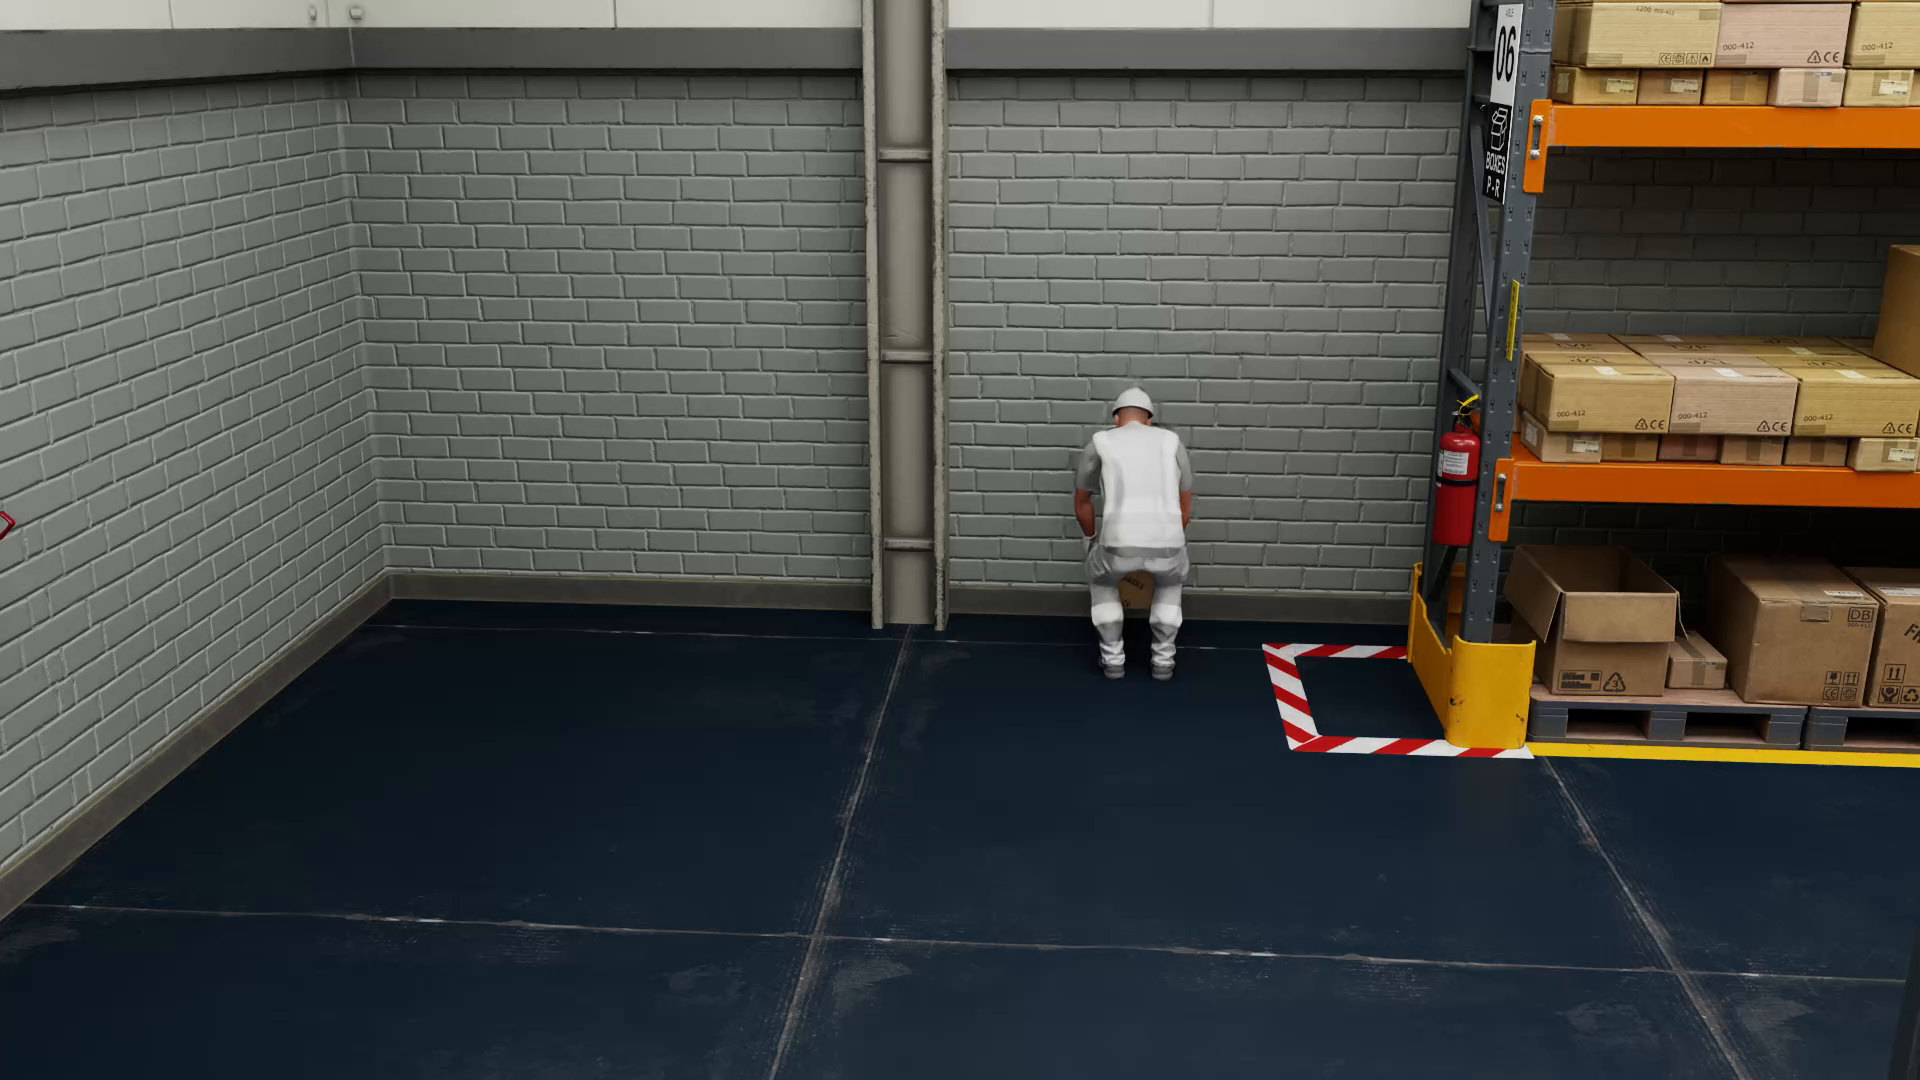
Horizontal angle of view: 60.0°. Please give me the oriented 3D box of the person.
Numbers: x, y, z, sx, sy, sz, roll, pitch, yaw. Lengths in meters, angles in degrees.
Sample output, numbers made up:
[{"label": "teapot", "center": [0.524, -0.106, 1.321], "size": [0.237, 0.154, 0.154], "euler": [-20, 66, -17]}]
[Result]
[{"label": "person", "center": [0.851, 0.002, 8.241], "size": [0.581, 1.349, 0.727], "euler": [1, 17, 4]}]
